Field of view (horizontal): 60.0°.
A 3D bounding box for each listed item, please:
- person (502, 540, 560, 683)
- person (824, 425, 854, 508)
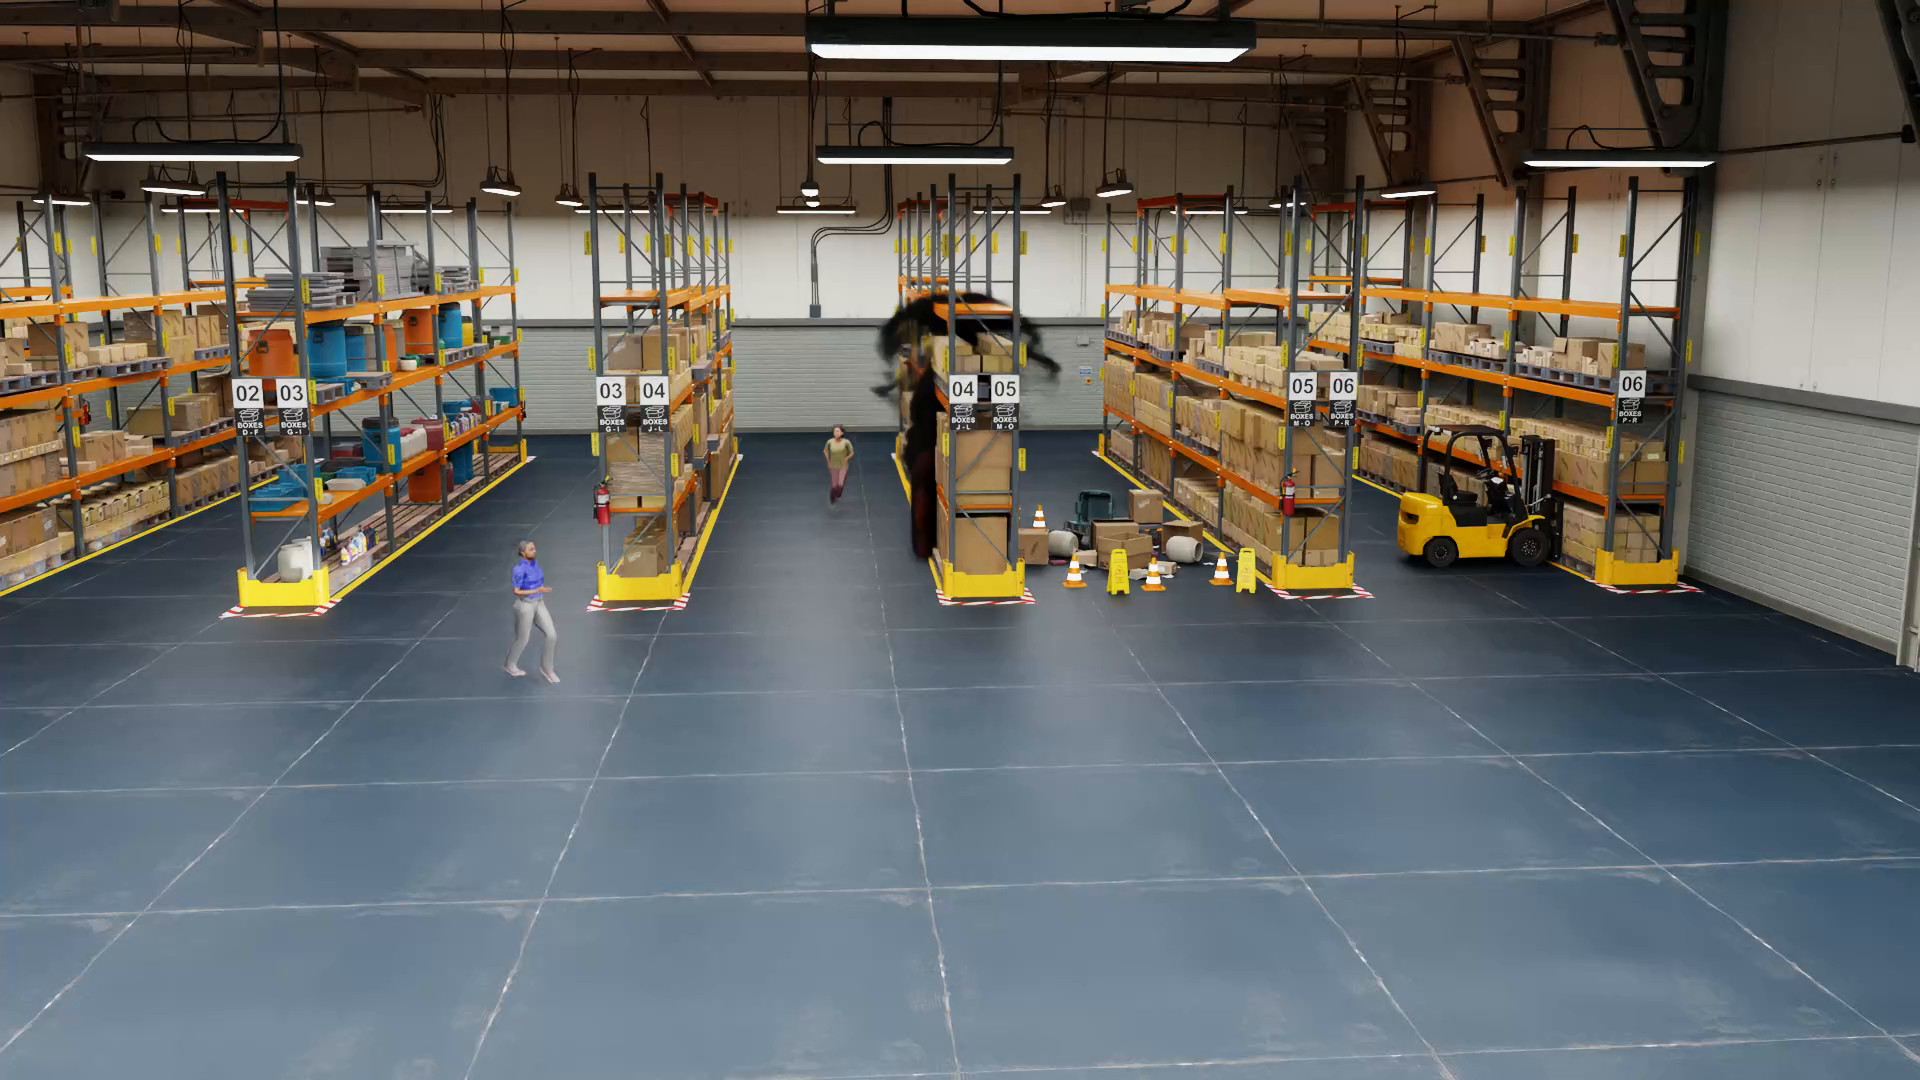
[{"bbox_3d":[-4.992,0.839,19.246,0.771,1.720,0.558,5,11,25],"label":"person"},{"bbox_3d":[-2.256,-1.354,31.053,0.564,1.579,0.537,-1,10,-4],"label":"person"}]
